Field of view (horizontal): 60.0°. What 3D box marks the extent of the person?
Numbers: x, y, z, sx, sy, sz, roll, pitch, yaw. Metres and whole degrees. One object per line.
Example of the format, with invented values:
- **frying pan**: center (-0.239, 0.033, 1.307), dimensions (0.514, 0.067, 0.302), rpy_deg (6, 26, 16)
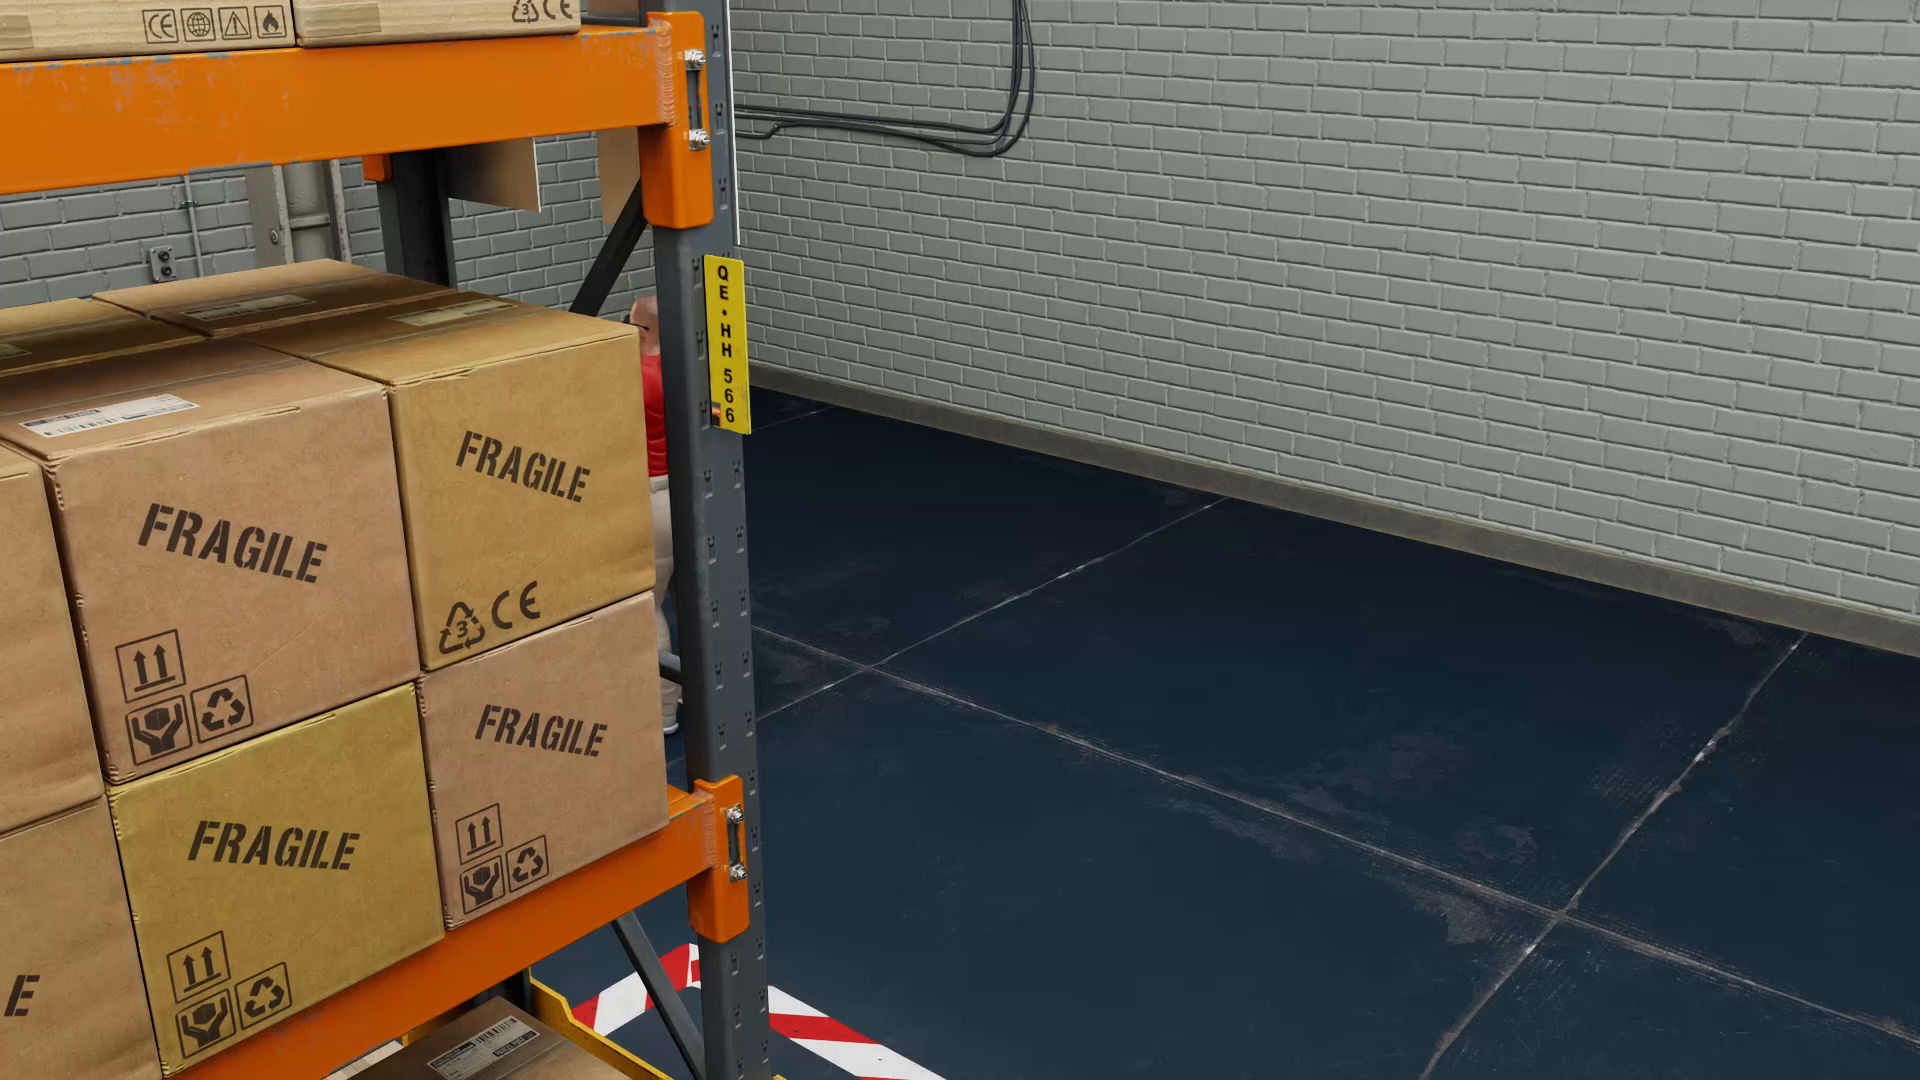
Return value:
- **person**: center (-1.215, -0.116, 6.432), dimensions (0.540, 1.722, 0.490), rpy_deg (16, 25, 37)
